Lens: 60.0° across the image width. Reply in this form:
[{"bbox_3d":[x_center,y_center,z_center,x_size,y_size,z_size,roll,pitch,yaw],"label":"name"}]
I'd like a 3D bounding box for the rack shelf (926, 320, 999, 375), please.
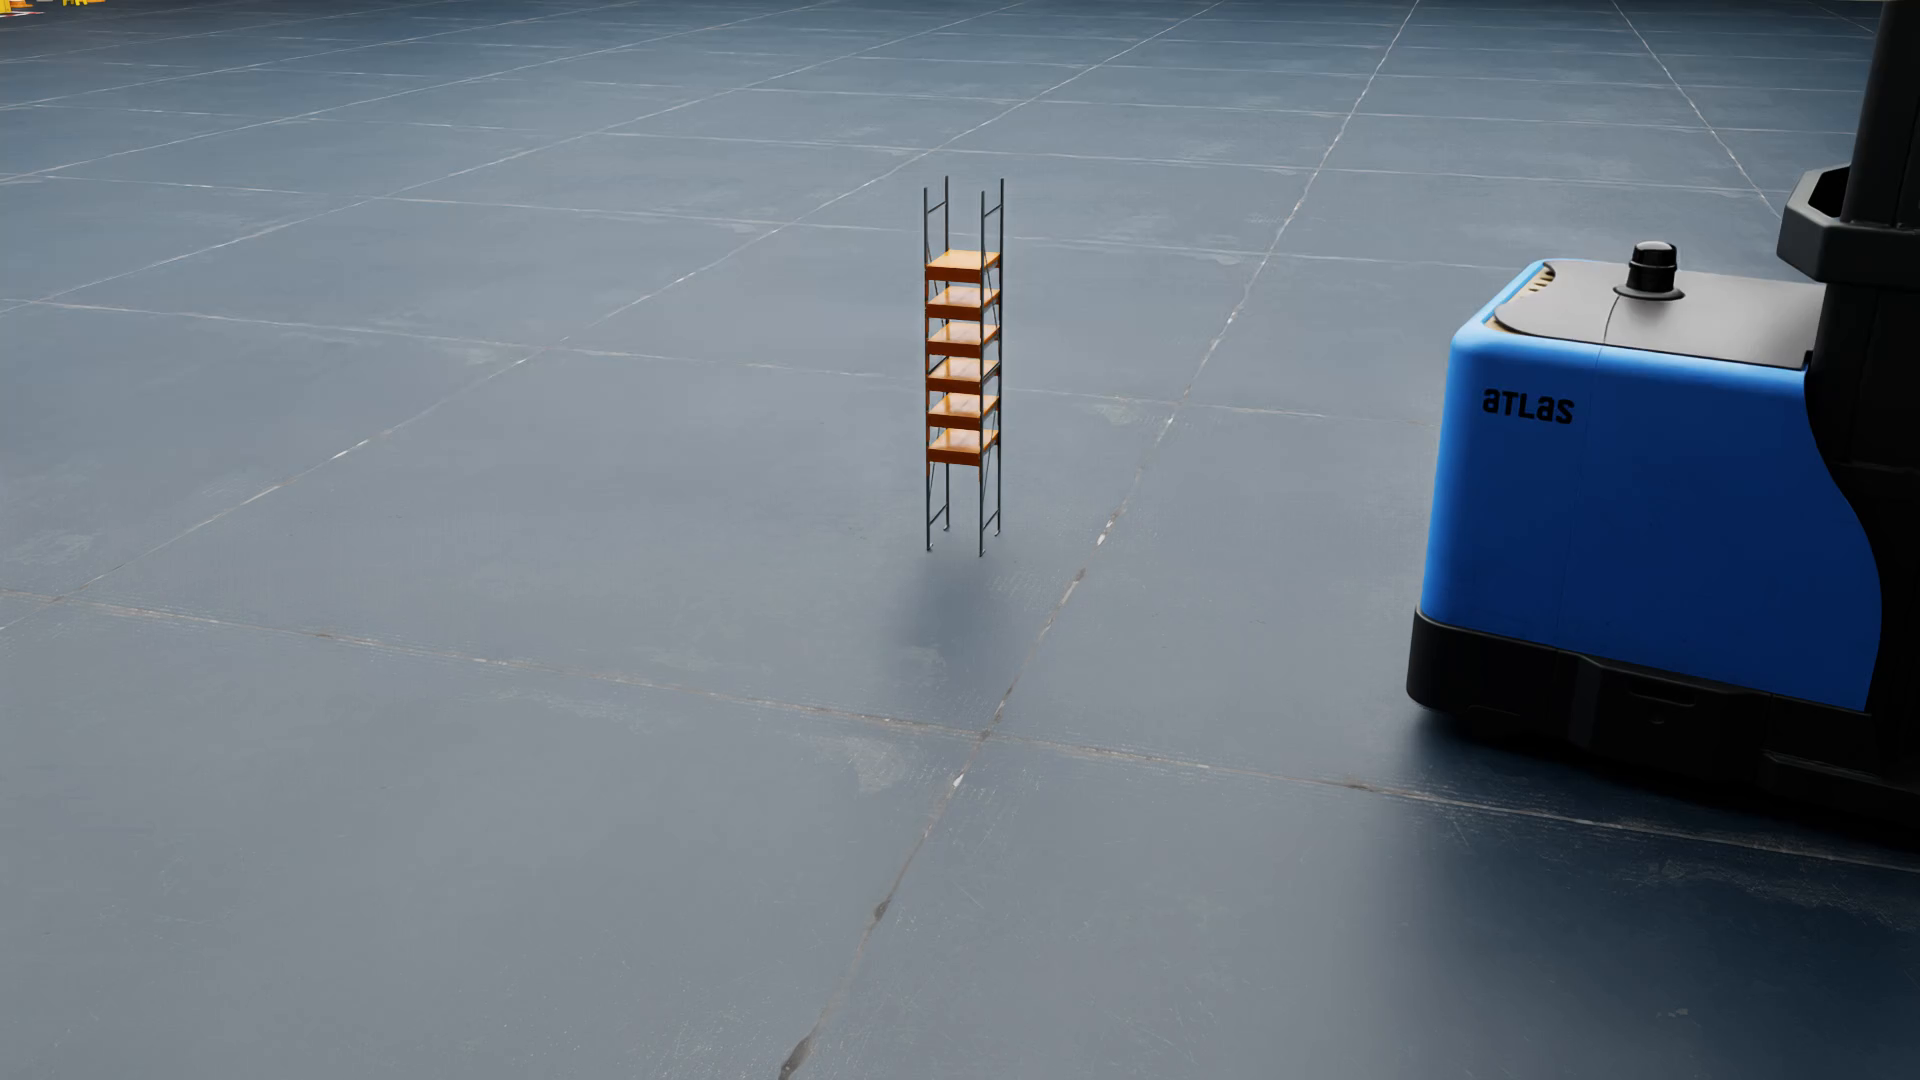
[{"bbox_3d":[0.014,-0.623,5.361,0.180,0.103,0.258,7,23,16],"label":"rack shelf"}]

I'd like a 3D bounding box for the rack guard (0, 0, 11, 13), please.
[{"bbox_3d":[-14.482,-7.927,24.288,0.348,0.500,1.175,7,23,16],"label":"rack guard"}]

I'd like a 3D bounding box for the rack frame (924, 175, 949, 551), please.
[{"bbox_3d":[-0.074,-0.564,5.414,0.006,1.200,0.240,7,23,16],"label":"rack frame"}]

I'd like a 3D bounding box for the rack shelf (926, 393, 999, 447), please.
[{"bbox_3d":[0.014,-0.401,5.452,0.180,0.103,0.258,7,23,16],"label":"rack shelf"}]

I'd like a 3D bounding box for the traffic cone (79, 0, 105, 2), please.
[{"bbox_3d":[-13.951,-8.860,26.611,0.334,0.463,0.336,7,23,16],"label":"traffic cone"}]

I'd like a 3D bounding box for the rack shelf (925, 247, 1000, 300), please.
[{"bbox_3d":[0.014,-0.845,5.270,0.180,0.103,0.258,7,23,16],"label":"rack shelf"}]

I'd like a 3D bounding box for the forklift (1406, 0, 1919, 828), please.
[{"bbox_3d":[2.729,-0.755,3.600,3.031,2.935,1.130,12,25,27],"label":"forklift"}]

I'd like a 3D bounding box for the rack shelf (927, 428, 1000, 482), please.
[{"bbox_3d":[0.014,-0.290,5.497,0.180,0.103,0.258,7,23,16],"label":"rack shelf"}]

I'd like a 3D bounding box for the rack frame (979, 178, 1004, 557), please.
[{"bbox_3d":[0.101,-0.544,5.365,0.006,1.200,0.240,7,23,16],"label":"rack frame"}]

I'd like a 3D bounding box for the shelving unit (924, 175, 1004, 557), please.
[{"bbox_3d":[0.014,-0.554,5.389,0.189,1.200,0.258,7,23,16],"label":"shelving unit"}]

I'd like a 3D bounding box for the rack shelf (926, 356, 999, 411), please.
[{"bbox_3d":[0.014,-0.512,5.406,0.180,0.103,0.258,7,23,16],"label":"rack shelf"}]

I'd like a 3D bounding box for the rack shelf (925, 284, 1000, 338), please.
[{"bbox_3d":[0.014,-0.734,5.315,0.180,0.103,0.258,7,23,16],"label":"rack shelf"}]

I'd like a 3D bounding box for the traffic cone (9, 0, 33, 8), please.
[{"bbox_3d":[-14.603,-8.487,25.701,0.334,0.463,0.336,7,23,16],"label":"traffic cone"}]

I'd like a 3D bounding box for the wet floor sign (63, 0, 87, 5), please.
[{"bbox_3d":[-13.905,-8.713,26.013,0.232,0.644,0.267,3,22,6],"label":"wet floor sign"}]
